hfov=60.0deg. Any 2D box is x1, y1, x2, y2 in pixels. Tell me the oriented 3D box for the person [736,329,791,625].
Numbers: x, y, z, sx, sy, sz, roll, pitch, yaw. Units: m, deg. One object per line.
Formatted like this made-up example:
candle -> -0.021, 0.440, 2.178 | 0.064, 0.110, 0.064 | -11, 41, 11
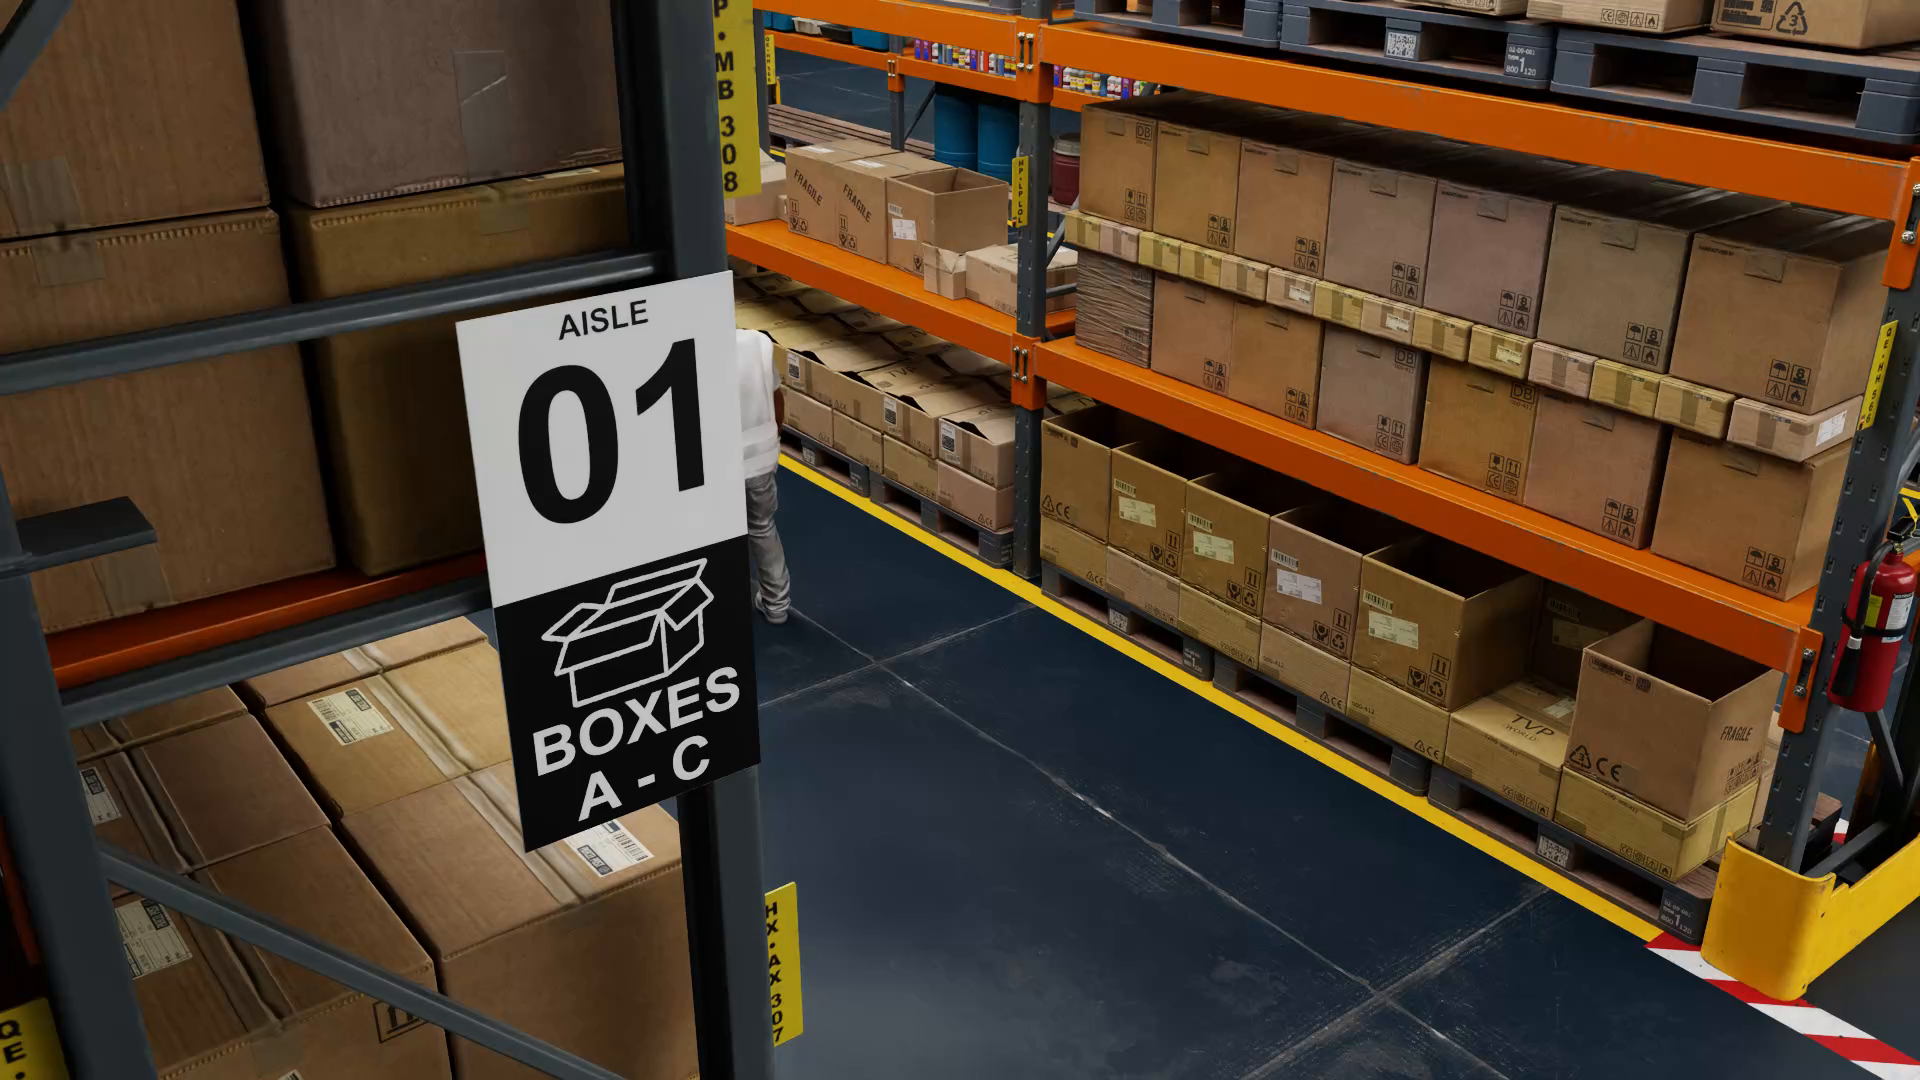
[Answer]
person -> -1.096, -0.380, 7.866 | 0.629, 1.774, 0.444 | -20, 31, -37
